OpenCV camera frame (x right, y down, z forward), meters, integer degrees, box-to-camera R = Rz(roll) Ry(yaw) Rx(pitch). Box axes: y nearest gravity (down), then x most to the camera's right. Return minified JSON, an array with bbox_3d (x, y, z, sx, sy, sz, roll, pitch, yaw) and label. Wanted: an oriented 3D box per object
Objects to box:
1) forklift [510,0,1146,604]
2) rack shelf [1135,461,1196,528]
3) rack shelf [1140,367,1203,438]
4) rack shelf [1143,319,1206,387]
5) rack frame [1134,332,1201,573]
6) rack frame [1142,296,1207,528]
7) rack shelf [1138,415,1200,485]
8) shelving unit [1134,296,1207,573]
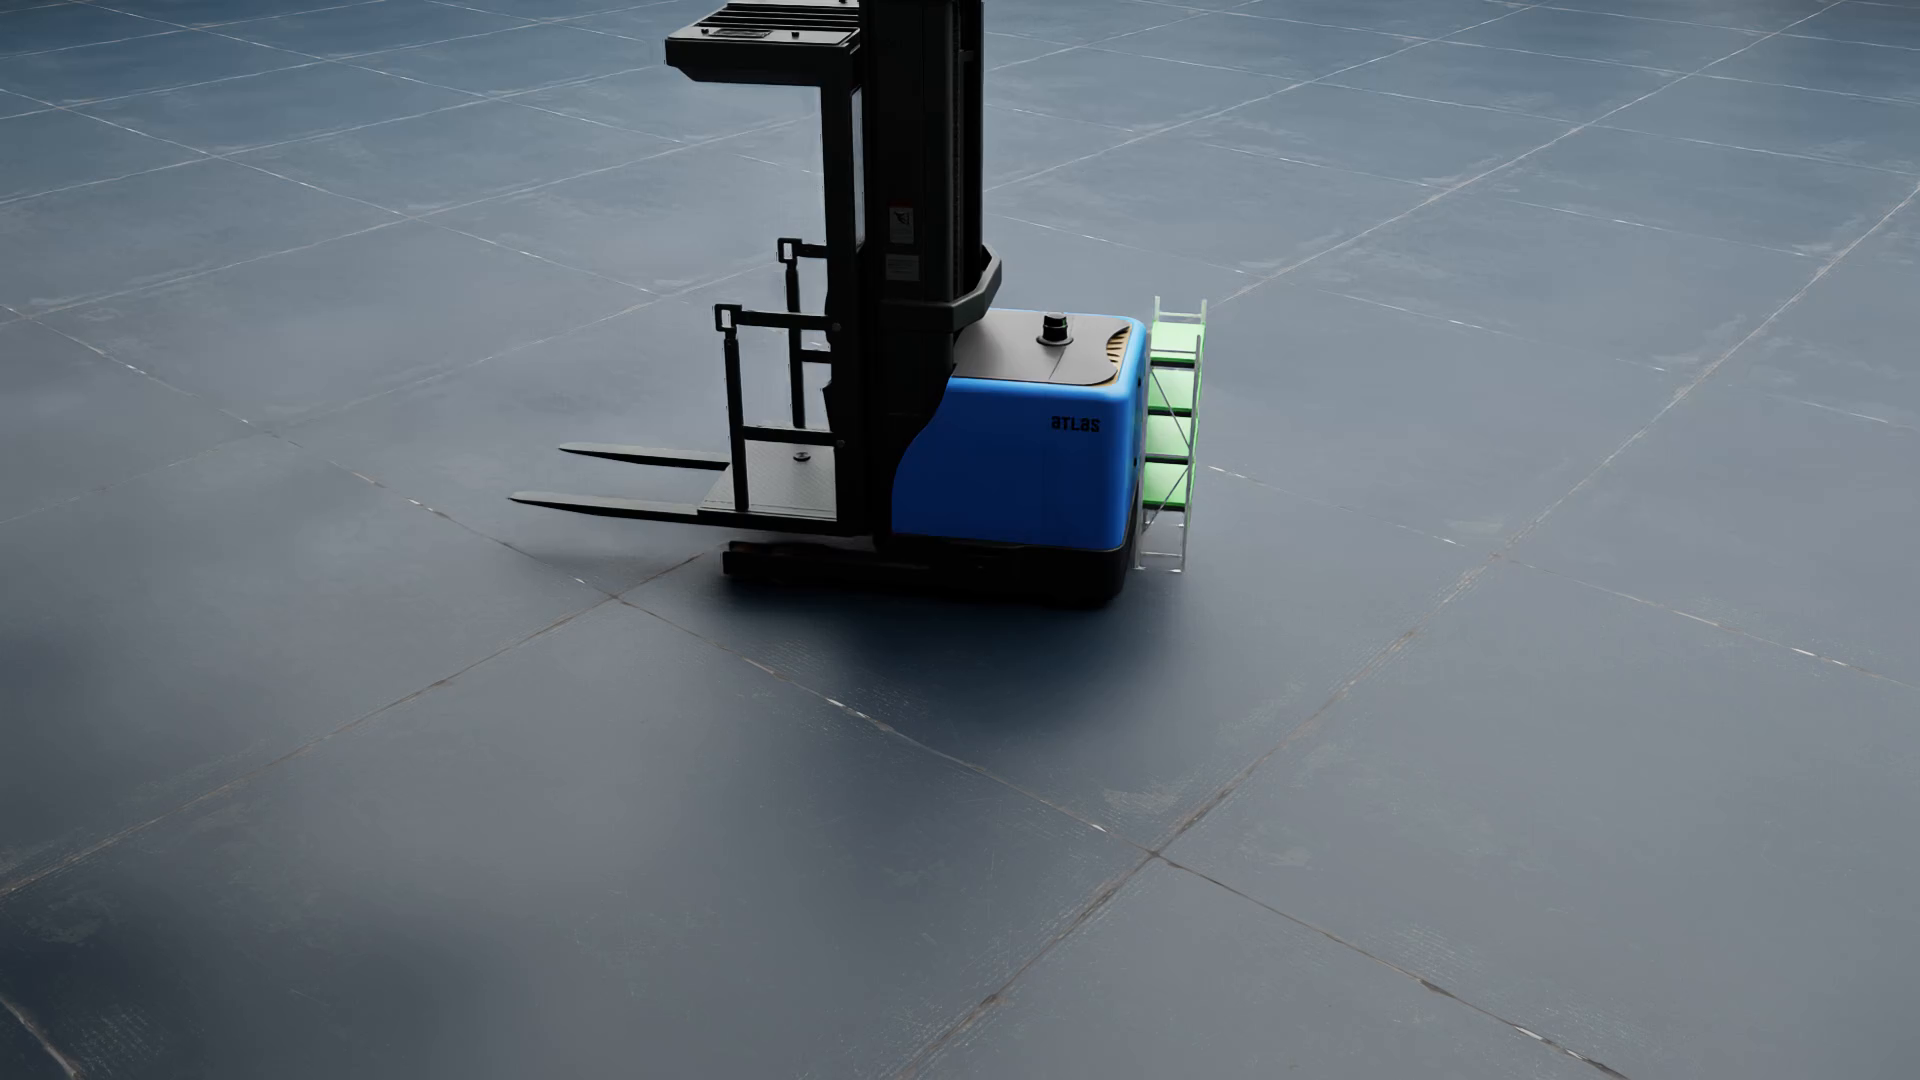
[{"bbox_3d":[-0.664,-1.329,7.630,3.031,2.935,1.130,5,28,9],"label":"forklift"},{"bbox_3d":[0.999,-0.227,8.045,0.258,0.148,0.480,5,28,9],"label":"rack shelf"},{"bbox_3d":[0.999,-0.654,7.825,0.258,0.148,0.480,5,28,9],"label":"rack shelf"},{"bbox_3d":[0.999,-0.867,7.714,0.258,0.148,0.480,5,28,9],"label":"rack shelf"},{"bbox_3d":[0.956,-0.387,7.692,0.240,1.200,0.015,5,28,9],"label":"rack frame"},{"bbox_3d":[1.042,-0.608,8.119,0.240,1.200,0.015,5,28,9],"label":"rack frame"},{"bbox_3d":[0.999,-0.441,7.935,0.258,0.148,0.480,5,28,9],"label":"rack shelf"},{"bbox_3d":[0.999,-0.497,7.905,0.258,1.200,0.503,5,28,9],"label":"shelving unit"}]
